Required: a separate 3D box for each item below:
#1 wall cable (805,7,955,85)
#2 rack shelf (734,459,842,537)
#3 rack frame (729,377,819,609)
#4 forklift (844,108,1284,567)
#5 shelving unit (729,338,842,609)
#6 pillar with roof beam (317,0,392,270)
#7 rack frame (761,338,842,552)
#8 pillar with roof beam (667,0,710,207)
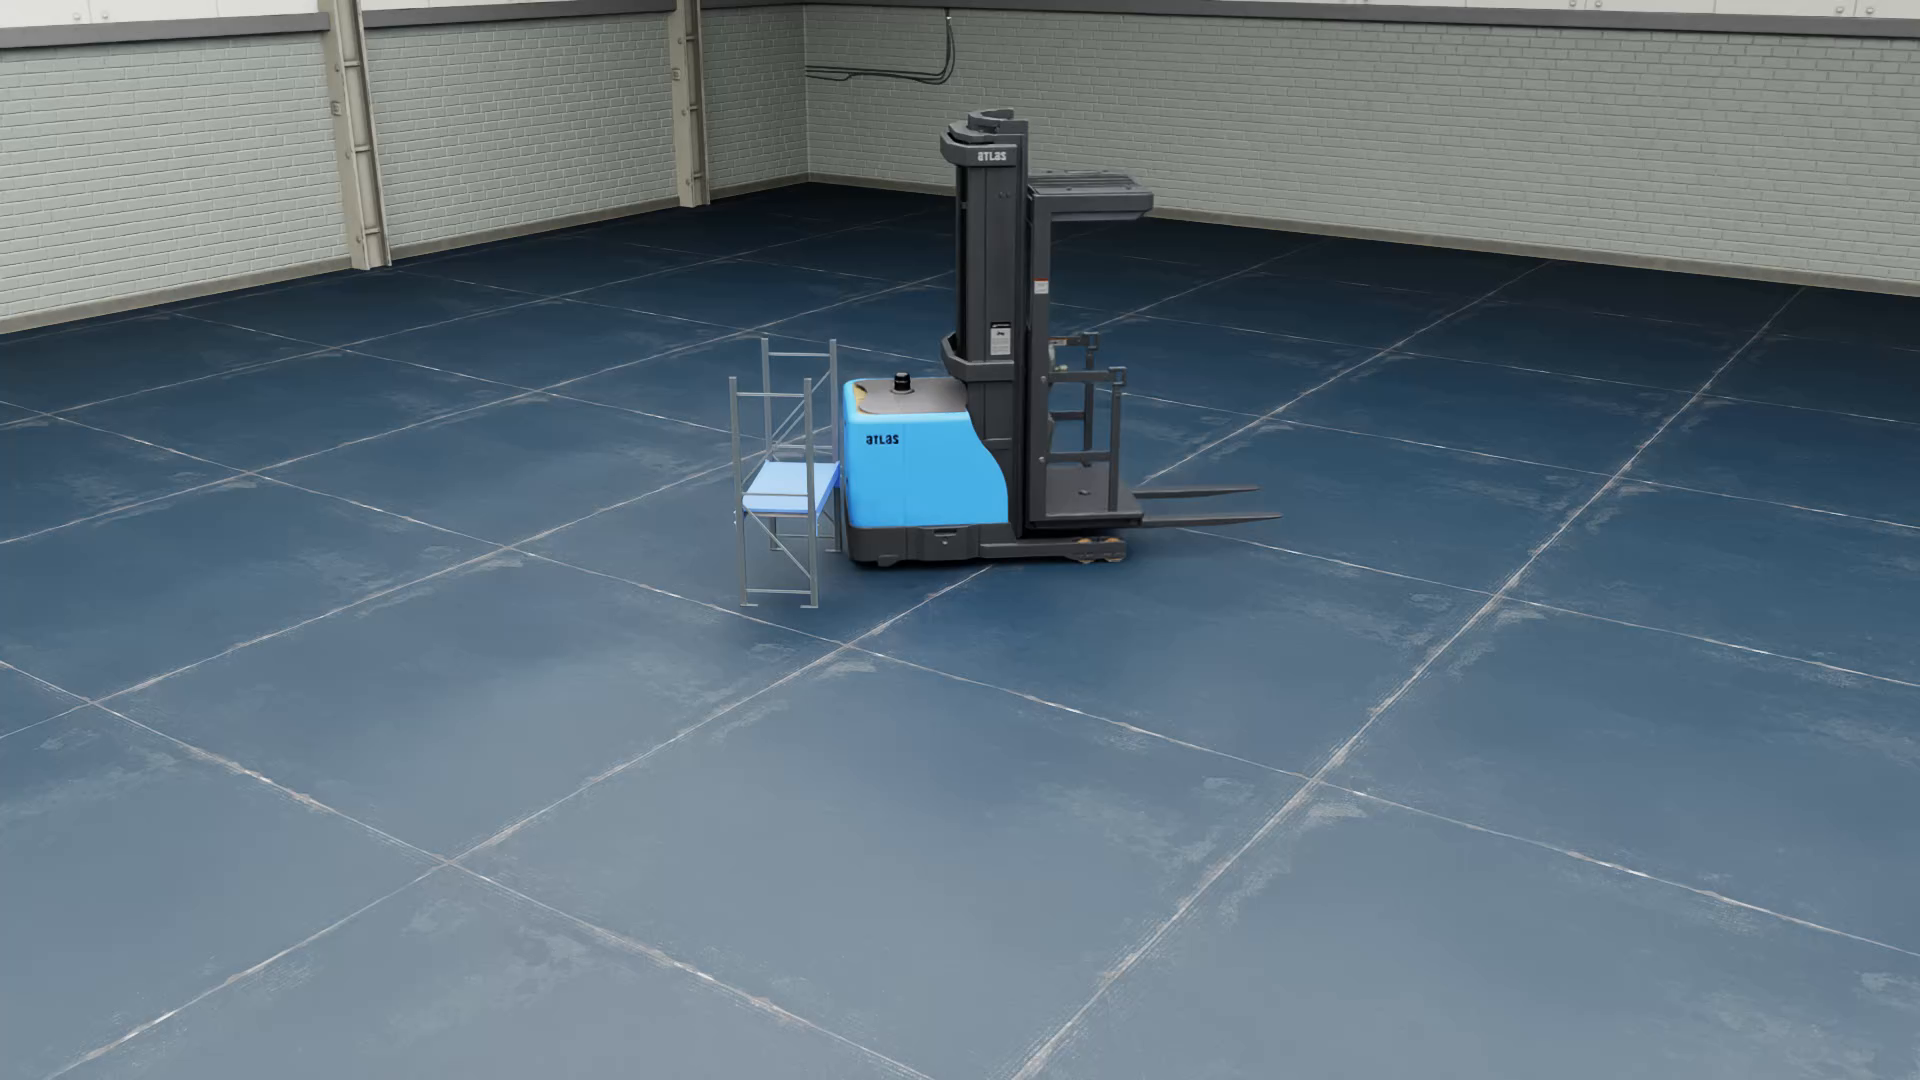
[{"bbox_3d":[-1.377,-8.561,26.413,3.097,2.526,0.112,13,24,32],"label":"wall cable"},{"bbox_3d":[-1.112,-0.285,10.893,0.538,0.185,1.000,2,20,4],"label":"rack shelf"},{"bbox_3d":[-1.153,-0.278,10.355,0.500,1.500,0.032,2,20,4],"label":"rack frame"},{"bbox_3d":[0.719,-1.394,11.308,3.031,2.935,1.130,-2,20,-6],"label":"forklift"},{"bbox_3d":[-1.112,-0.454,10.831,0.538,1.500,1.048,2,20,4],"label":"shelving unit"},{"bbox_3d":[-3.939,-6.868,17.362,9.100,9.000,0.400,13,24,32],"label":"pillar with roof beam"},{"bbox_3d":[-1.070,-0.630,11.306,0.500,1.500,0.032,2,20,4],"label":"rack frame"},{"bbox_3d":[-0.566,-8.590,22.016,9.100,9.000,0.400,13,24,32],"label":"pillar with roof beam"}]
